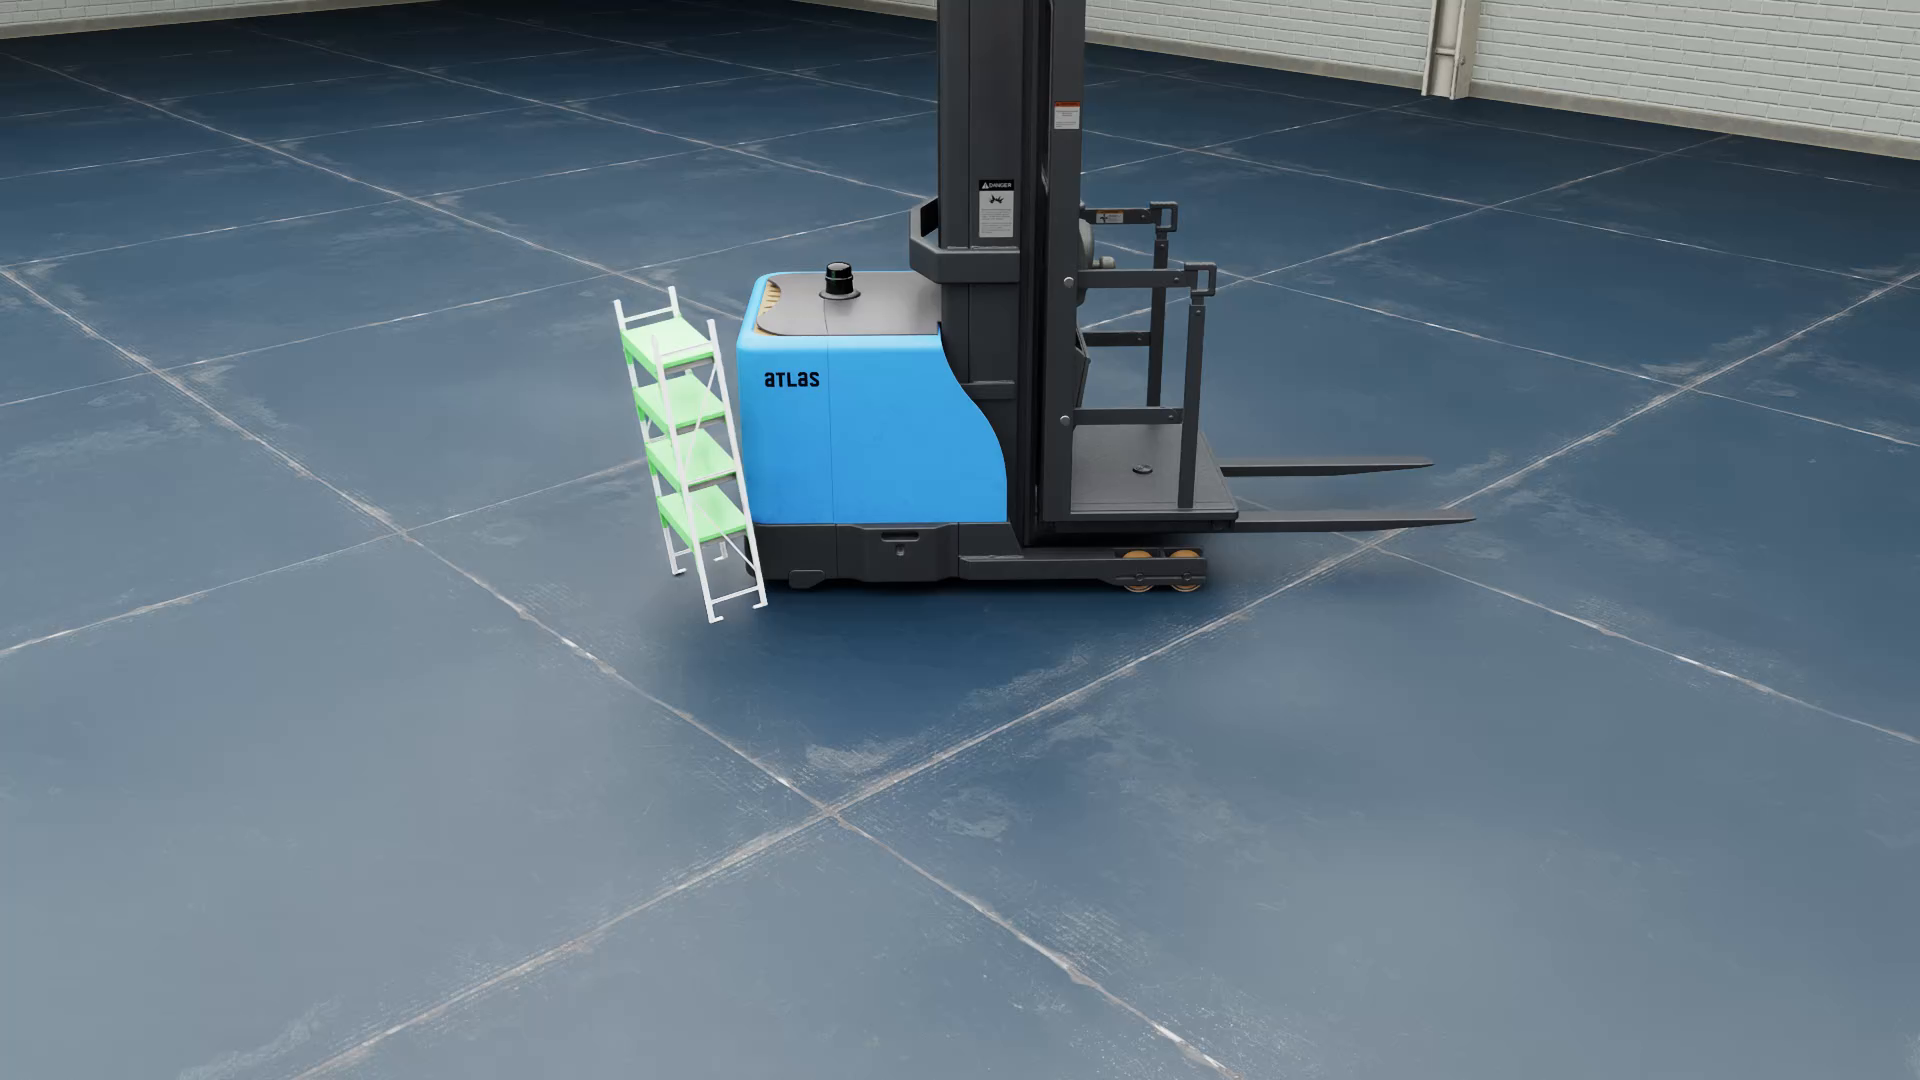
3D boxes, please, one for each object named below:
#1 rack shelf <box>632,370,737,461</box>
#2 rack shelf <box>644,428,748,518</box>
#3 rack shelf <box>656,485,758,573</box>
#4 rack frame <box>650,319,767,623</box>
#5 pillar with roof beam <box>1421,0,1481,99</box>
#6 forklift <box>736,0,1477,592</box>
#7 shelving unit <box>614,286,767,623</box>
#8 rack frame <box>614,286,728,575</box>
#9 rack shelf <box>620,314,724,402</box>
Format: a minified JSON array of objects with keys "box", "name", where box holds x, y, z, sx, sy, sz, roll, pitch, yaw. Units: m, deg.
[{"box":[-1.067,-0.486,6.417,0.258,0.148,0.480,-18,29,-20],"name":"rack shelf"},{"box":[-1.041,-0.274,6.527,0.258,0.148,0.480,-18,29,-20],"name":"rack shelf"},{"box":[-1.014,-0.063,6.637,0.258,0.148,0.480,-18,29,-20],"name":"rack shelf"},{"box":[-0.941,-0.239,6.298,0.240,1.200,0.015,-18,29,-20],"name":"rack frame"},{"box":[1.969,-7.555,12.970,9.100,9.000,0.400,-21,32,-38],"name":"pillar with roof beam"},{"box":[0.625,-1.341,6.657,3.031,2.935,1.130,-1,25,-1],"name":"forklift"},{"box":[-1.048,-0.330,6.497,0.258,1.200,0.503,-18,29,-20],"name":"shelving unit"},{"box":[-1.154,-0.421,6.697,0.240,1.200,0.015,-18,29,-20],"name":"rack frame"},{"box":[-1.093,-0.697,6.306,0.258,0.148,0.480,-18,29,-20],"name":"rack shelf"}]
